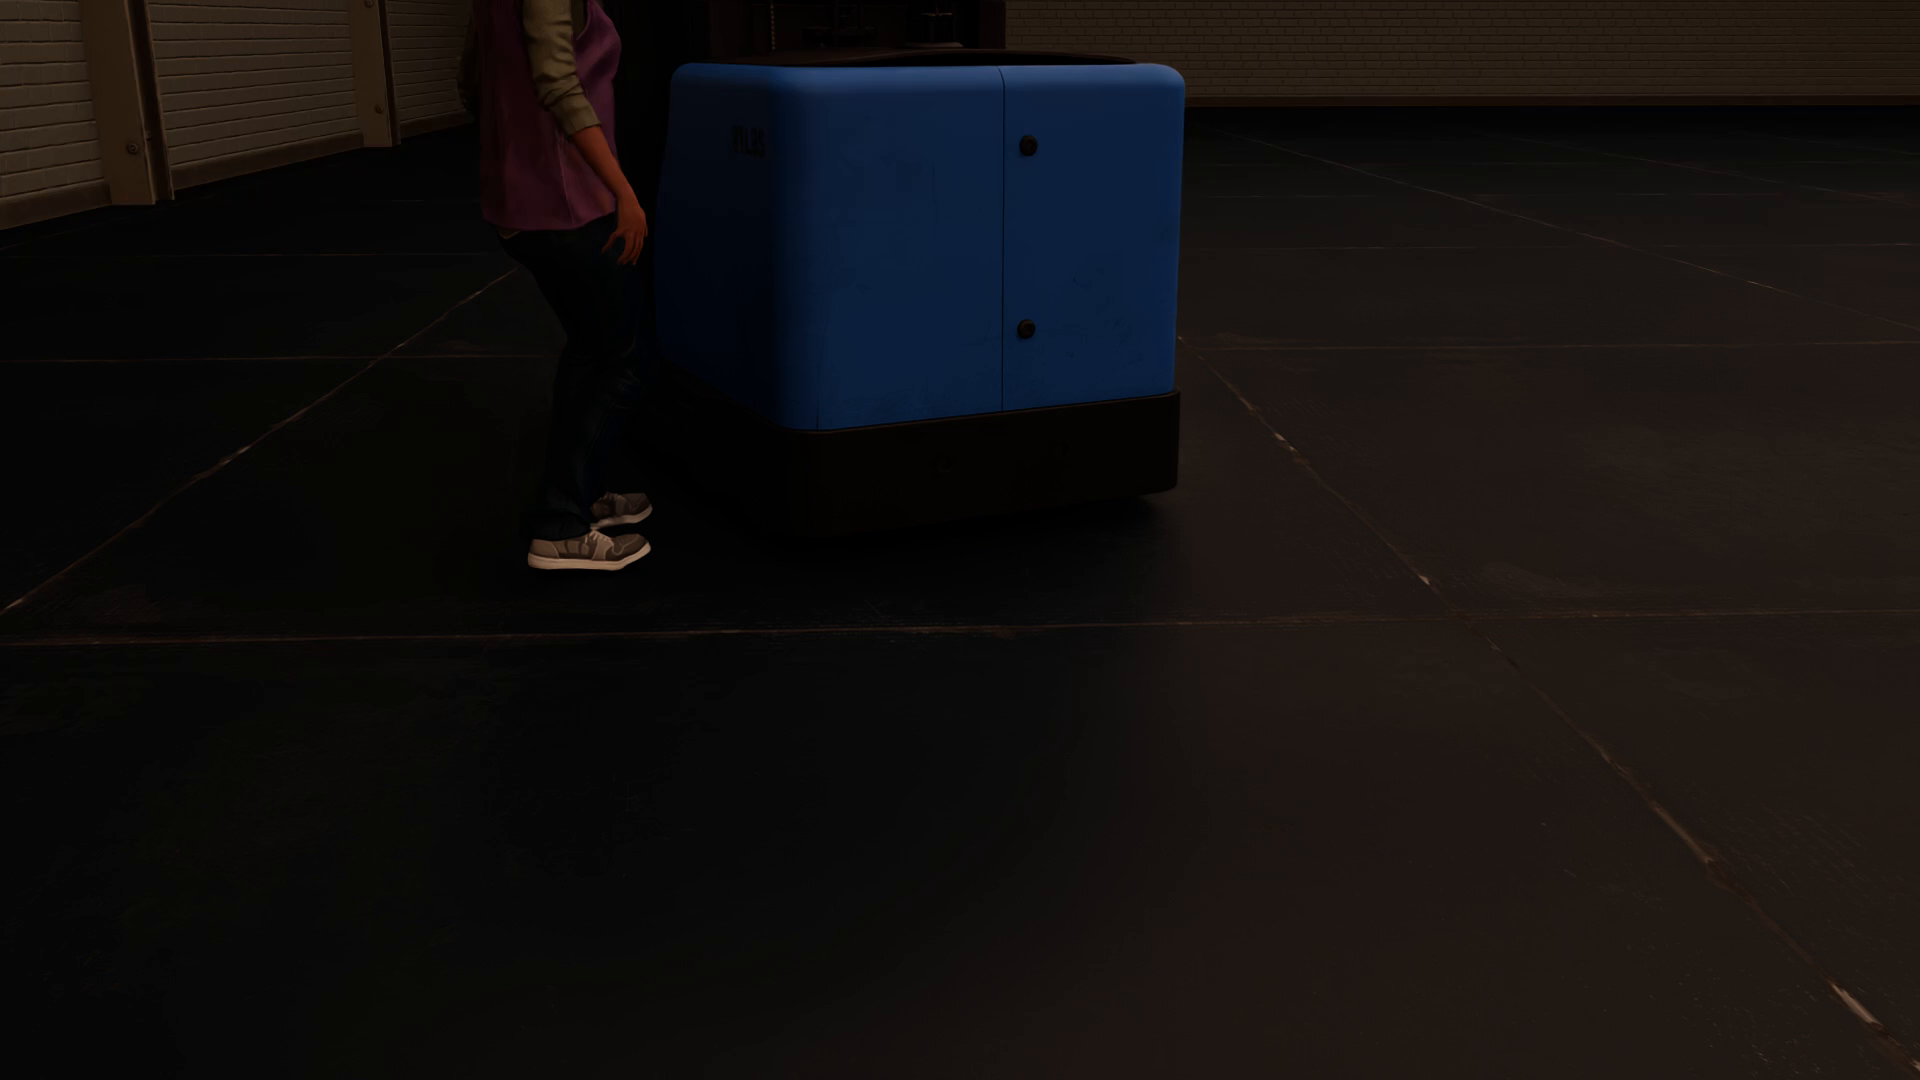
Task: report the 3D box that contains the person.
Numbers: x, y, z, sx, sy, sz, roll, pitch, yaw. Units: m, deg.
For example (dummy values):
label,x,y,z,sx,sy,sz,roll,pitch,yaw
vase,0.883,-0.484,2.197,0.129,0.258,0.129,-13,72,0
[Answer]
label,x,y,z,sx,sy,sz,roll,pitch,yaw
person,-0.816,-0.711,3.583,0.412,1.553,0.694,-10,20,-29

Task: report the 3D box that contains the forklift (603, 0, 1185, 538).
label,x,y,z,sx,sy,sz,roll,pitch,yaw
forklift,-0.555,-1.793,4.768,1.130,2.935,3.031,-8,19,-25
